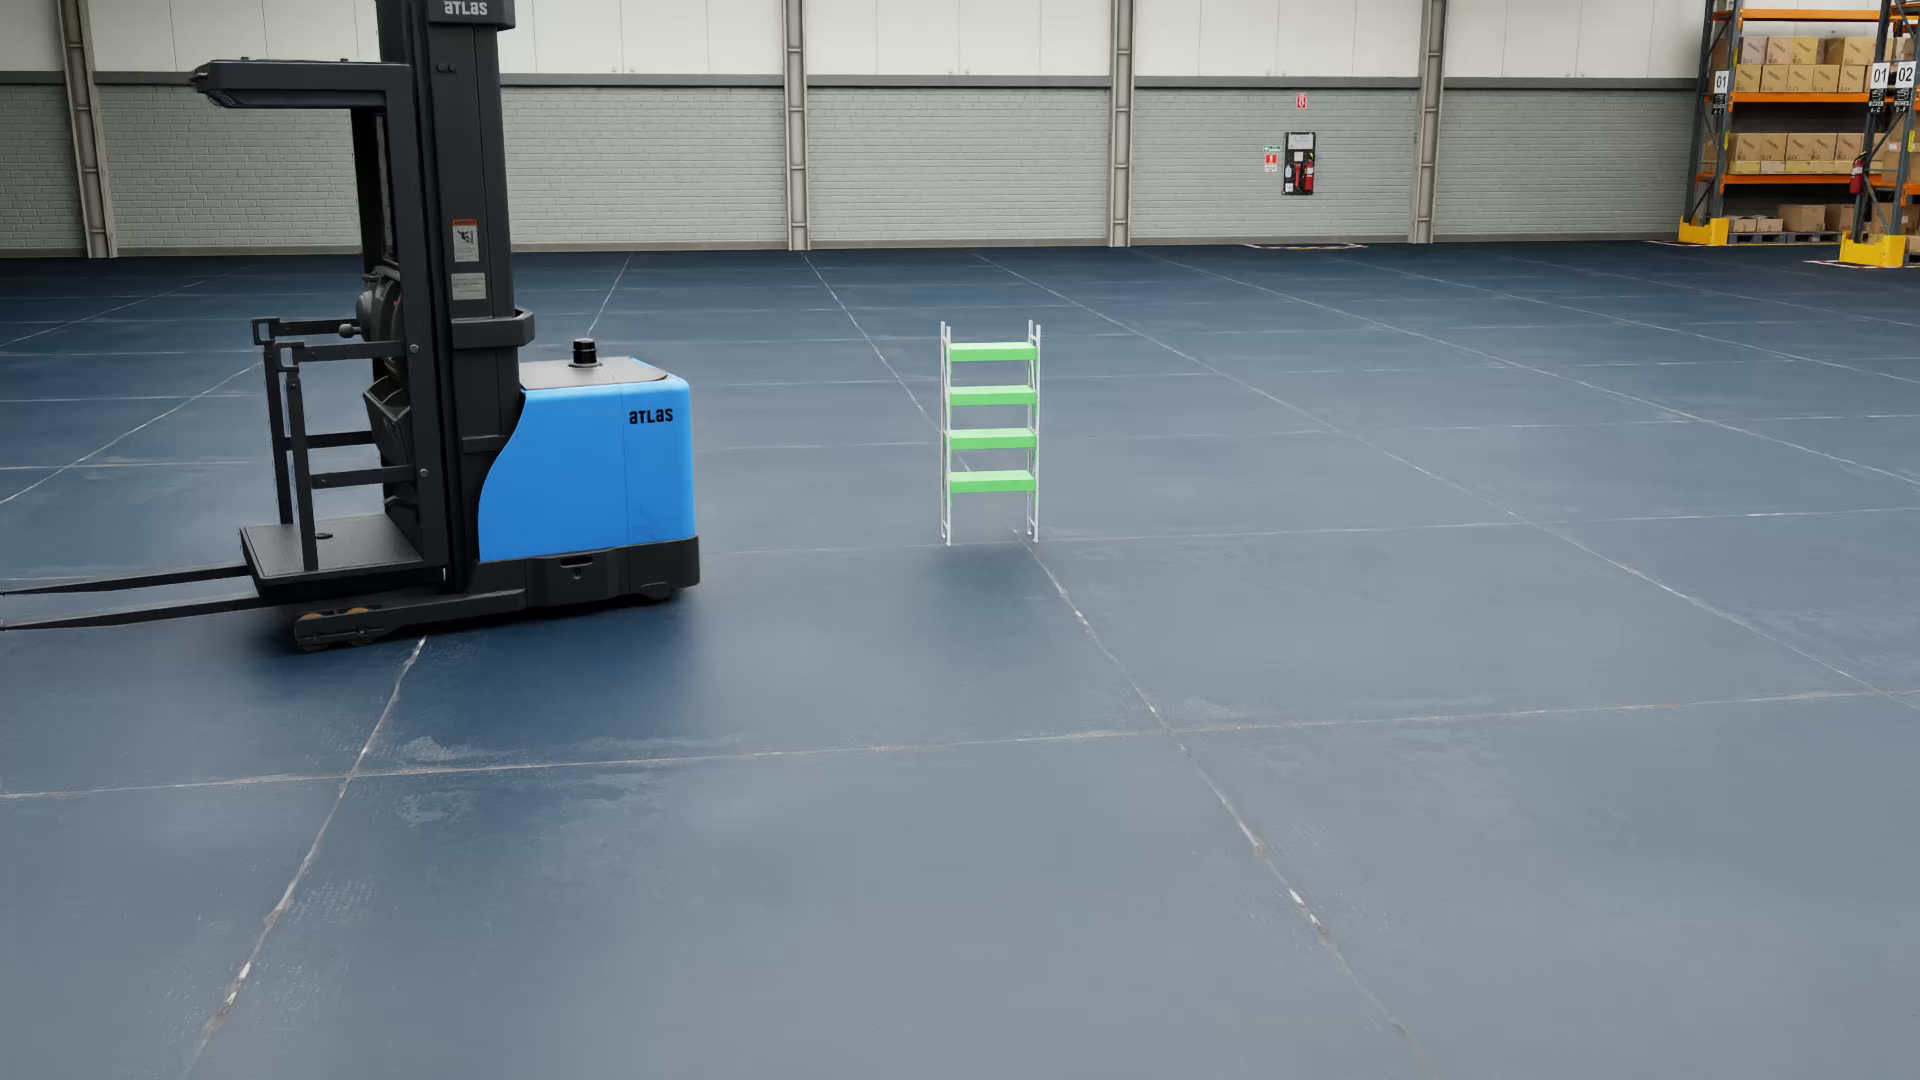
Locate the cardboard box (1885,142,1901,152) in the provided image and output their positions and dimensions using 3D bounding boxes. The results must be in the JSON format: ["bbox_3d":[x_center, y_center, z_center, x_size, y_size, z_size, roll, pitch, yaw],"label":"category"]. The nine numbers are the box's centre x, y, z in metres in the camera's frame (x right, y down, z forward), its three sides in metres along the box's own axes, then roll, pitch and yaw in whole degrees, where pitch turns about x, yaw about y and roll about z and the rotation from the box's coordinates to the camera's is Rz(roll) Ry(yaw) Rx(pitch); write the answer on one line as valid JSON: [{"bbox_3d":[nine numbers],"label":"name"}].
[{"bbox_3d":[15.375,-6.432,27.200,0.250,0.149,0.380,-2,14,-9],"label":"cardboard box"}]

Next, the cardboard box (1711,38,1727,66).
[{"bbox_3d":[14.672,-9.277,31.616,0.500,0.500,0.500,-1,14,-6],"label":"cardboard box"}]

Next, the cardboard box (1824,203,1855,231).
[{"bbox_3d":[17.219,-6.299,32.444,0.500,0.500,0.500,-3,14,-13],"label":"cardboard box"}]

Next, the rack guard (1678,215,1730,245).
[{"bbox_3d":[14.359,-5.990,32.119,0.348,0.500,1.175,-2,14,-8],"label":"rack guard"}]

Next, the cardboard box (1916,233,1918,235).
[{"bbox_3d":[16.005,-4.990,27.782,0.500,0.250,0.500,-2,14,-8],"label":"cardboard box"}]

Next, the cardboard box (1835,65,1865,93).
[{"bbox_3d":[16.733,-8.736,31.515,0.500,0.500,0.500,-3,14,-11],"label":"cardboard box"}]

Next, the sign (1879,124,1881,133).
[{"bbox_3d":[18.153,-8.040,32.773,0.005,0.325,0.100,-2,14,-8],"label":"sign"}]

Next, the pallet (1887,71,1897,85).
[{"bbox_3d":[15.729,-7.440,26.777,1.213,0.211,1.003,-2,14,-8],"label":"pallet"}]

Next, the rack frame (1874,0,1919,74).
[{"bbox_3d":[15.026,-8.919,26.324,0.127,3.000,1.000,-2,14,-8],"label":"rack frame"}]

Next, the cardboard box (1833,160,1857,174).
[{"bbox_3d":[16.828,-7.154,31.887,0.500,0.250,0.500,-2,14,-9],"label":"cardboard box"}]

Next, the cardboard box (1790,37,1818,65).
[{"bbox_3d":[15.710,-9.181,31.235,0.500,0.500,0.500,-2,14,-7],"label":"cardboard box"}]

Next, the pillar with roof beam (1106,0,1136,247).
[{"bbox_3d":[3.623,-8.873,26.142,0.400,9.000,9.100,-2,14,-8],"label":"pillar with roof beam"}]

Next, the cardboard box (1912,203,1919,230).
[{"bbox_3d":[18.965,-6.377,32.755,0.500,0.500,0.700,-2,14,-6],"label":"cardboard box"}]

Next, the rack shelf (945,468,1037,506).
[{"bbox_3d":[0.164,-0.293,9.212,0.480,0.148,0.258,-2,14,-8],"label":"rack shelf"}]

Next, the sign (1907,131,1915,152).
[{"bbox_3d":[15.103,-6.333,26.405,0.005,0.325,0.100,-2,14,-8],"label":"sign"}]

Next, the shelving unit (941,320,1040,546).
[{"bbox_3d":[0.164,-0.588,9.138,0.503,1.200,0.258,-2,14,-8],"label":"shelving unit"}]

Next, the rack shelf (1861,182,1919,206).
[{"bbox_3d":[17.004,-5.732,27.430,4.000,0.370,1.077,-2,14,-8],"label":"rack shelf"}]

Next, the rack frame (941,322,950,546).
[{"bbox_3d":[-0.078,-0.579,9.103,0.015,1.200,0.240,-2,14,-8],"label":"rack frame"}]

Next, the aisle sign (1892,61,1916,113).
[{"bbox_3d":[15.007,-7.194,26.434,0.004,0.787,0.394,-2,14,-8],"label":"aisle sign"}]

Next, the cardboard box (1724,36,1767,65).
[{"bbox_3d":[14.701,-9.154,31.126,0.500,0.500,0.500,-3,14,-12],"label":"cardboard box"}]

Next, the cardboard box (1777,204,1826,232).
[{"bbox_3d":[16.279,-6.240,32.209,0.500,0.500,0.700,-3,14,-12],"label":"cardboard box"}]

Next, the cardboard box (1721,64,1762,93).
[{"bbox_3d":[14.652,-8.665,31.233,0.500,0.500,0.500,-2,14,-7],"label":"cardboard box"}]

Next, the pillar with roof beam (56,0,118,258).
[{"bbox_3d":[-14.176,-8.221,23.541,0.400,9.000,9.100,-2,14,-8],"label":"pillar with roof beam"}]

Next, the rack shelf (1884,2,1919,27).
[{"bbox_3d":[17.004,-8.448,26.749,4.000,0.370,1.077,-2,14,-8],"label":"rack shelf"}]

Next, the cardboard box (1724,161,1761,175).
[{"bbox_3d":[14.814,-7.078,31.586,0.500,0.250,0.500,-3,14,-10],"label":"cardboard box"}]

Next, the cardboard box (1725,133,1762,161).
[{"bbox_3d":[14.801,-7.446,31.510,0.500,0.500,0.500,-2,14,-8],"label":"cardboard box"}]

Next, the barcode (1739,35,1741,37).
[{"bbox_3d":[14.912,-9.626,31.815,0.075,0.075,0.001,-2,14,-8],"label":"barcode"}]

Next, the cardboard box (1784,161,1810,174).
[{"bbox_3d":[15.830,-7.118,31.743,0.500,0.250,0.500,-2,14,-9],"label":"cardboard box"}]

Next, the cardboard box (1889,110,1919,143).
[{"bbox_3d":[15.542,-6.702,26.946,0.500,0.500,0.700,-2,14,-8],"label":"cardboard box"}]

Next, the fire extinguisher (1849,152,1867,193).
[{"bbox_3d":[14.840,-6.079,27.491,0.183,0.674,0.296,-2,14,-8],"label":"fire extinguisher"}]

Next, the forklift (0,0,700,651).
[{"bbox_3d":[-2.823,-1.078,7.535,3.031,2.935,1.130,-7,16,-26],"label":"forklift"}]

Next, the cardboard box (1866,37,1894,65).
[{"bbox_3d":[17.241,-9.237,31.459,0.500,0.500,0.500,-1,14,-5],"label":"cardboard box"}]

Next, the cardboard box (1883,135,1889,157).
[{"bbox_3d":[17.818,-7.554,31.942,0.500,0.500,0.500,-2,14,-8],"label":"cardboard box"}]

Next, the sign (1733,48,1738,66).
[{"bbox_3d":[14.365,-8.949,30.813,0.005,0.325,0.100,-2,14,-8],"label":"sign"}]

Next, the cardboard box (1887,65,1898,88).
[{"bbox_3d":[17.775,-8.780,31.692,0.500,0.500,0.500,-2,14,-7],"label":"cardboard box"}]

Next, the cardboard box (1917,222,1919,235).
[{"bbox_3d":[16.084,-5.227,27.184,0.500,0.500,0.500,-2,14,-8],"label":"cardboard box"}]

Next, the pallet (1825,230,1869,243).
[{"bbox_3d":[17.581,-5.960,32.590,1.213,0.211,1.003,-2,14,-8],"label":"pallet"}]

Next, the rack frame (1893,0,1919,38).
[{"bbox_3d":[18.240,-10.255,31.652,0.127,3.000,1.000,-2,14,-8],"label":"rack frame"}]

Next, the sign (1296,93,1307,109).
[{"bbox_3d":[6.442,-8.284,31.360,0.199,0.298,0.001,-2,14,-8],"label":"sign"}]

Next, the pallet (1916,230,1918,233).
[{"bbox_3d":[19.009,-6.021,32.835,1.213,0.211,1.003,-2,14,-8],"label":"pallet"}]

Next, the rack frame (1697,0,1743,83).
[{"bbox_3d":[14.284,-10.110,31.074,0.127,3.000,1.000,-2,14,-8],"label":"rack frame"}]

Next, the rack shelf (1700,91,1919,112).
[{"bbox_3d":[16.262,-8.379,31.816,4.000,0.370,1.077,-2,14,-8],"label":"rack shelf"}]

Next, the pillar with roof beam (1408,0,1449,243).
[{"bbox_3d":[9.556,-9.091,27.009,0.400,9.000,9.100,-2,14,-8],"label":"pillar with roof beam"}]

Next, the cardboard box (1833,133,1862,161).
[{"bbox_3d":[16.826,-7.519,31.802,0.500,0.500,0.500,-3,14,-10],"label":"cardboard box"}]

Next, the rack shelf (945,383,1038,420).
[{"bbox_3d":[0.164,-0.759,9.096,0.480,0.148,0.258,-2,14,-8],"label":"rack shelf"}]

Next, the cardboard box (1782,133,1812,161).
[{"bbox_3d":[15.803,-7.479,31.640,0.500,0.500,0.500,-3,14,-10],"label":"cardboard box"}]

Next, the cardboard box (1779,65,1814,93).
[{"bbox_3d":[15.701,-8.696,31.356,0.500,0.500,0.500,-1,14,-6],"label":"cardboard box"}]

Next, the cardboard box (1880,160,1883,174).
[{"bbox_3d":[17.816,-7.192,32.039,0.500,0.250,0.500,-2,14,-8],"label":"cardboard box"}]

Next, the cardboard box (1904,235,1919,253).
[{"bbox_3d":[15.589,-4.845,27.201,0.500,0.250,0.500,-2,14,-8],"label":"cardboard box"}]

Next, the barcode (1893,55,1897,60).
[{"bbox_3d":[15.253,-7.872,27.124,0.075,0.075,0.001,-2,14,-8],"label":"barcode"}]

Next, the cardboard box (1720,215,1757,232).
[{"bbox_3d":[14.982,-6.113,32.091,0.500,0.311,0.500,-4,15,-15],"label":"cardboard box"}]
